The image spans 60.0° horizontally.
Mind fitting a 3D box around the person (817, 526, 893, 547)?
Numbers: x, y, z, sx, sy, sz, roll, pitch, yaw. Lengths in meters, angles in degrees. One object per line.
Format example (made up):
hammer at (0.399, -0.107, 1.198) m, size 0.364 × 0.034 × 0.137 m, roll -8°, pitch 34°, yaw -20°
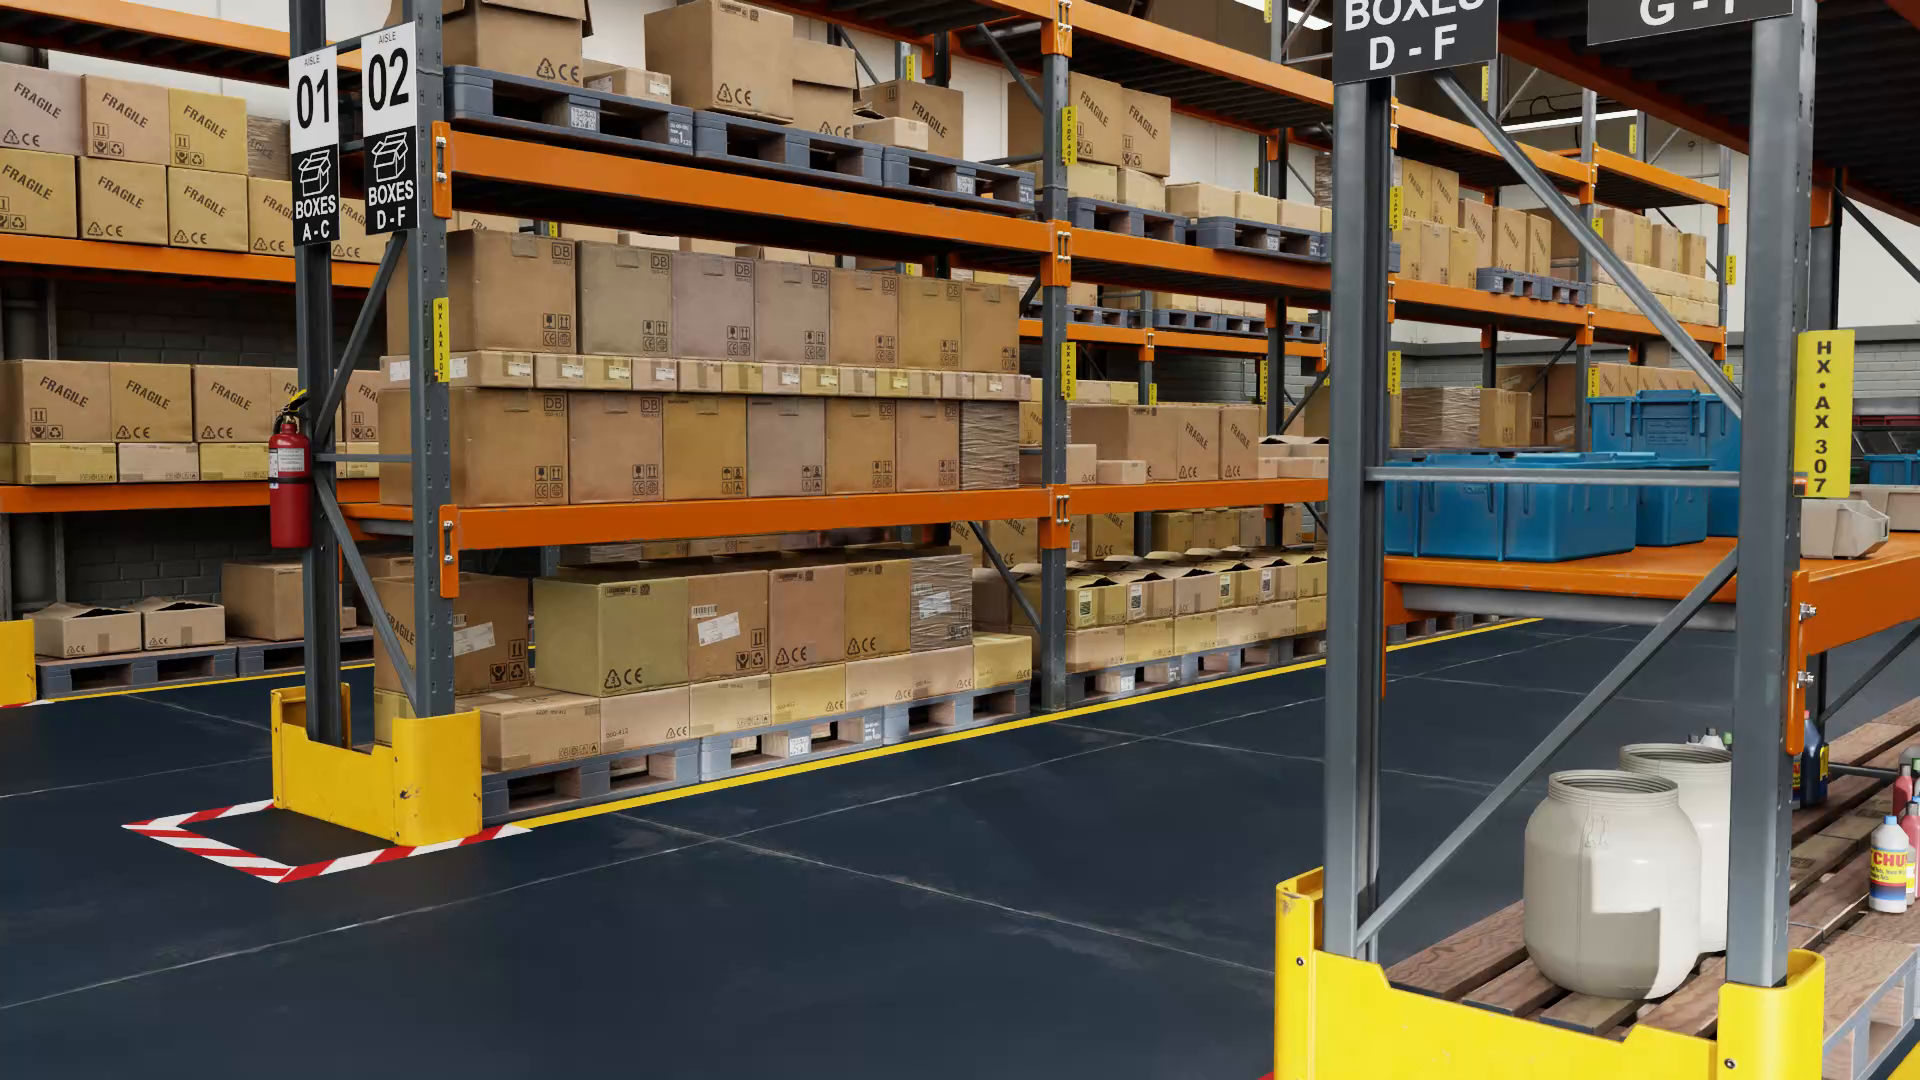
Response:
person at (-0.778, -0.045, 12.581) m, size 0.563 × 1.728 × 0.551 m, roll 2°, pitch 4°, yaw 24°
